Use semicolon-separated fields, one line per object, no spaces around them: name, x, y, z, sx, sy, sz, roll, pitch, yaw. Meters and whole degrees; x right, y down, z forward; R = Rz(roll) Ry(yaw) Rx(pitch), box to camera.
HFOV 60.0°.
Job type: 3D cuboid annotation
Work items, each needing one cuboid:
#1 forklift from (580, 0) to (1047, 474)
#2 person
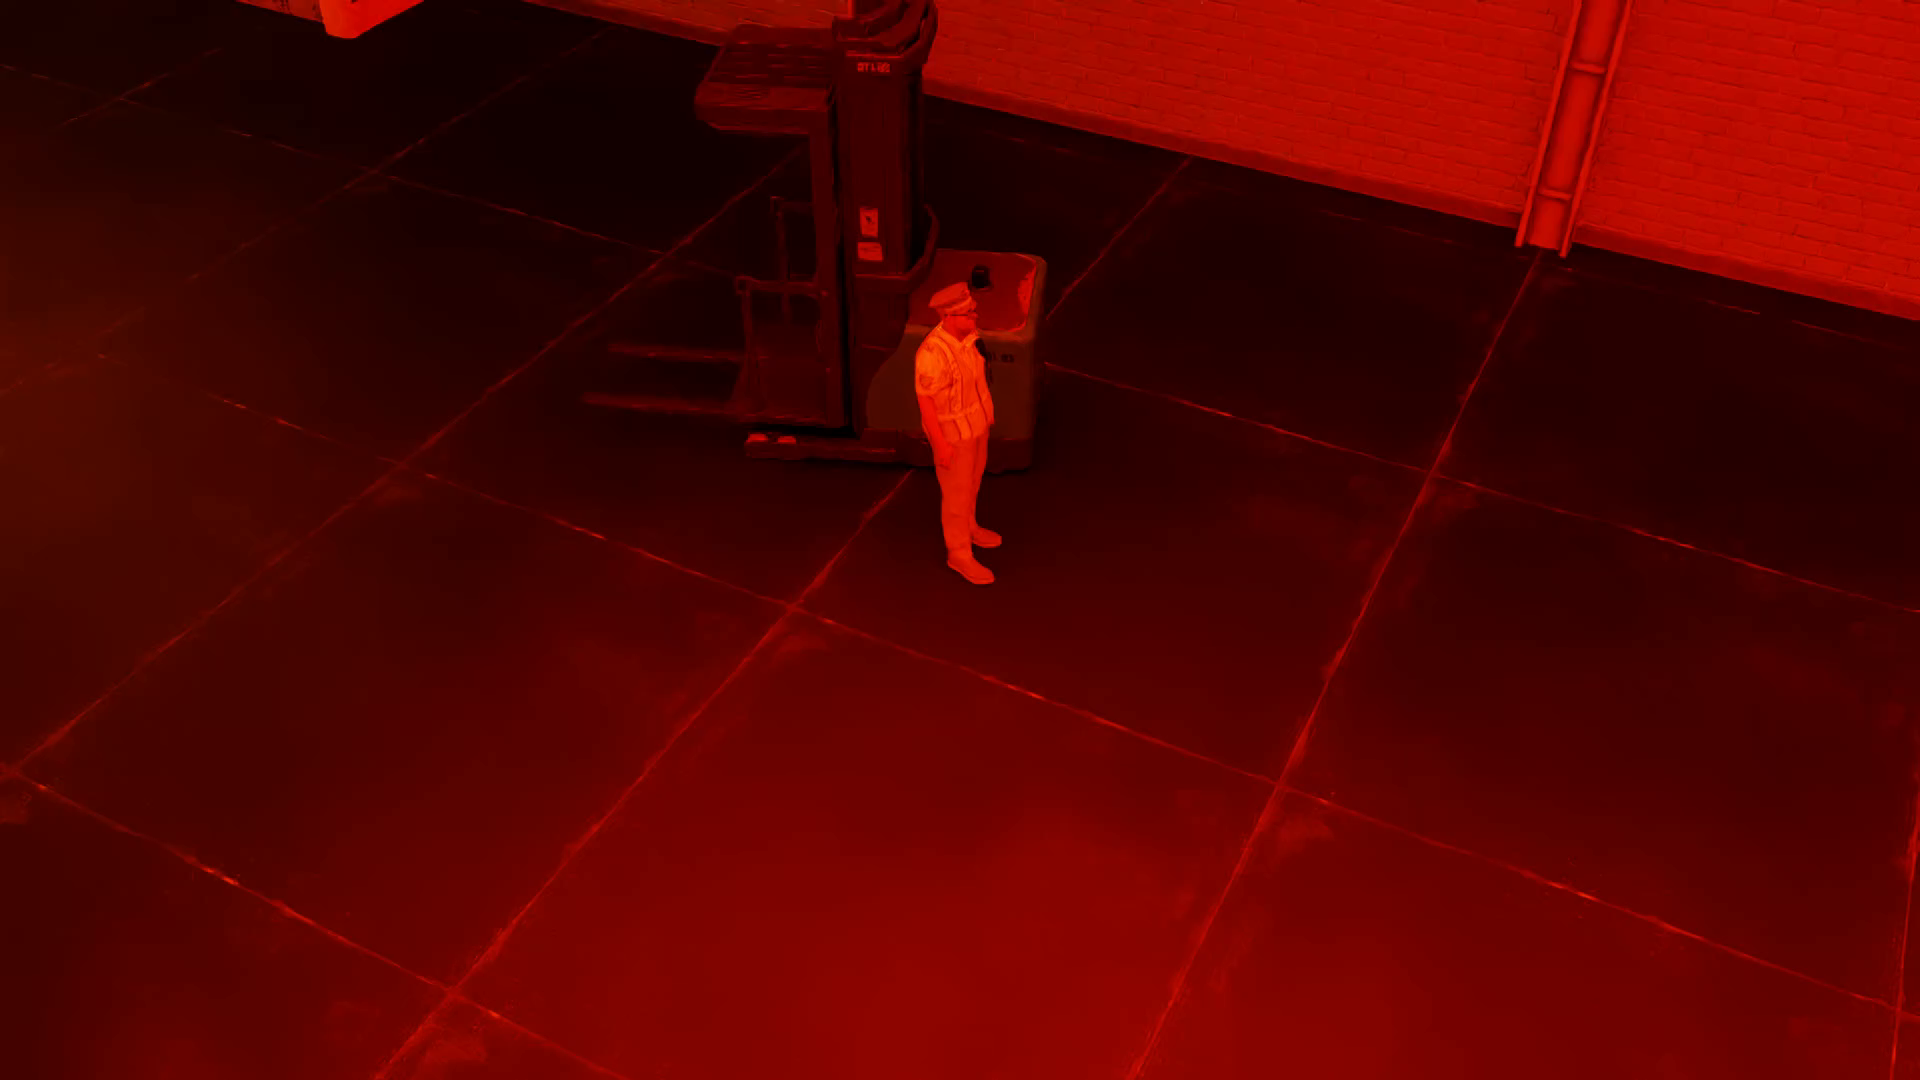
forklift;-0.979;-1.969;10.325;3.031;2.935;1.130;5;40;6
person;0.064;-0.658;9.647;0.574;1.781;0.640;18;43;21
